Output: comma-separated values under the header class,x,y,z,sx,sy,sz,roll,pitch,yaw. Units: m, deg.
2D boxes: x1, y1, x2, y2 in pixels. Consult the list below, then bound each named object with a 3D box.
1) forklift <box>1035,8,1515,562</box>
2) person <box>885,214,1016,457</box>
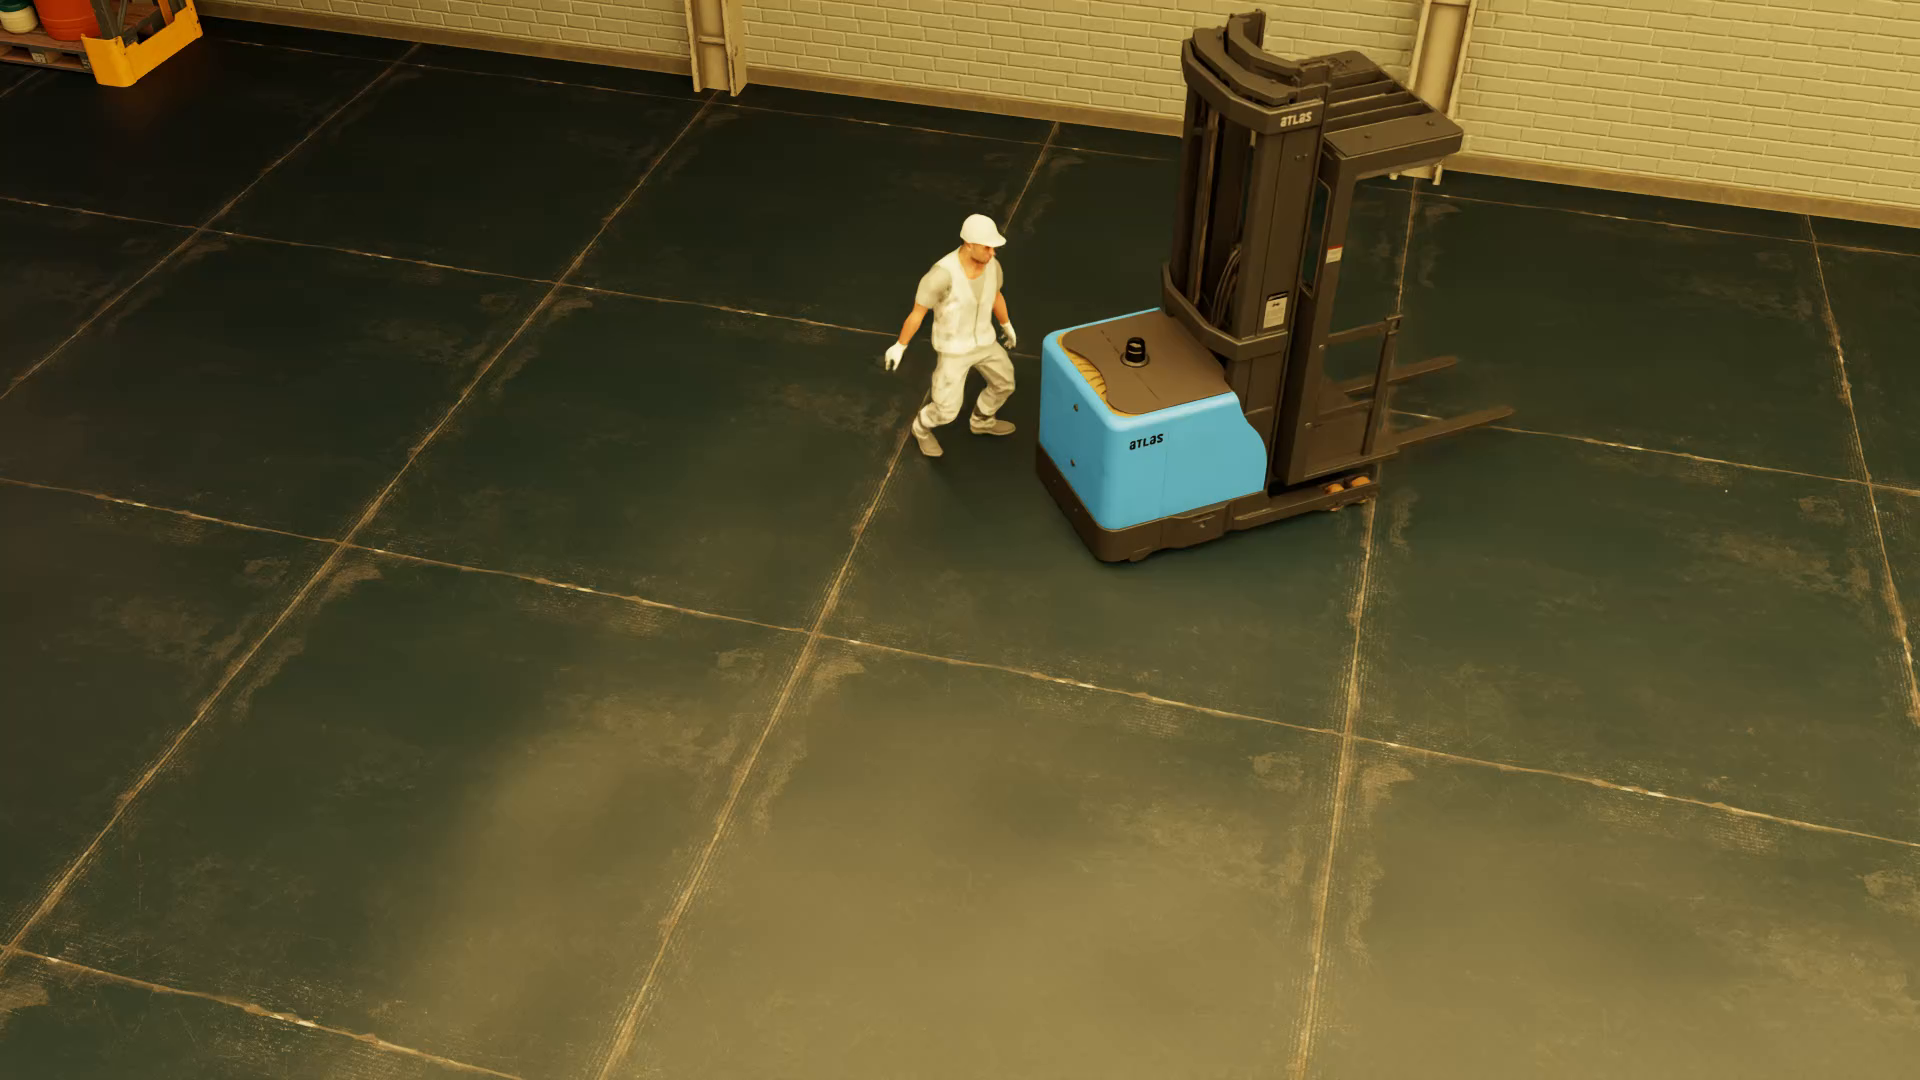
class,x,y,z,sx,sy,sz,roll,pitch,yaw
forklift,2.044,-1.591,9.677,3.031,2.935,1.130,-15,43,-16
person,-0.045,-1.234,10.202,0.895,1.704,0.500,-24,46,-25
